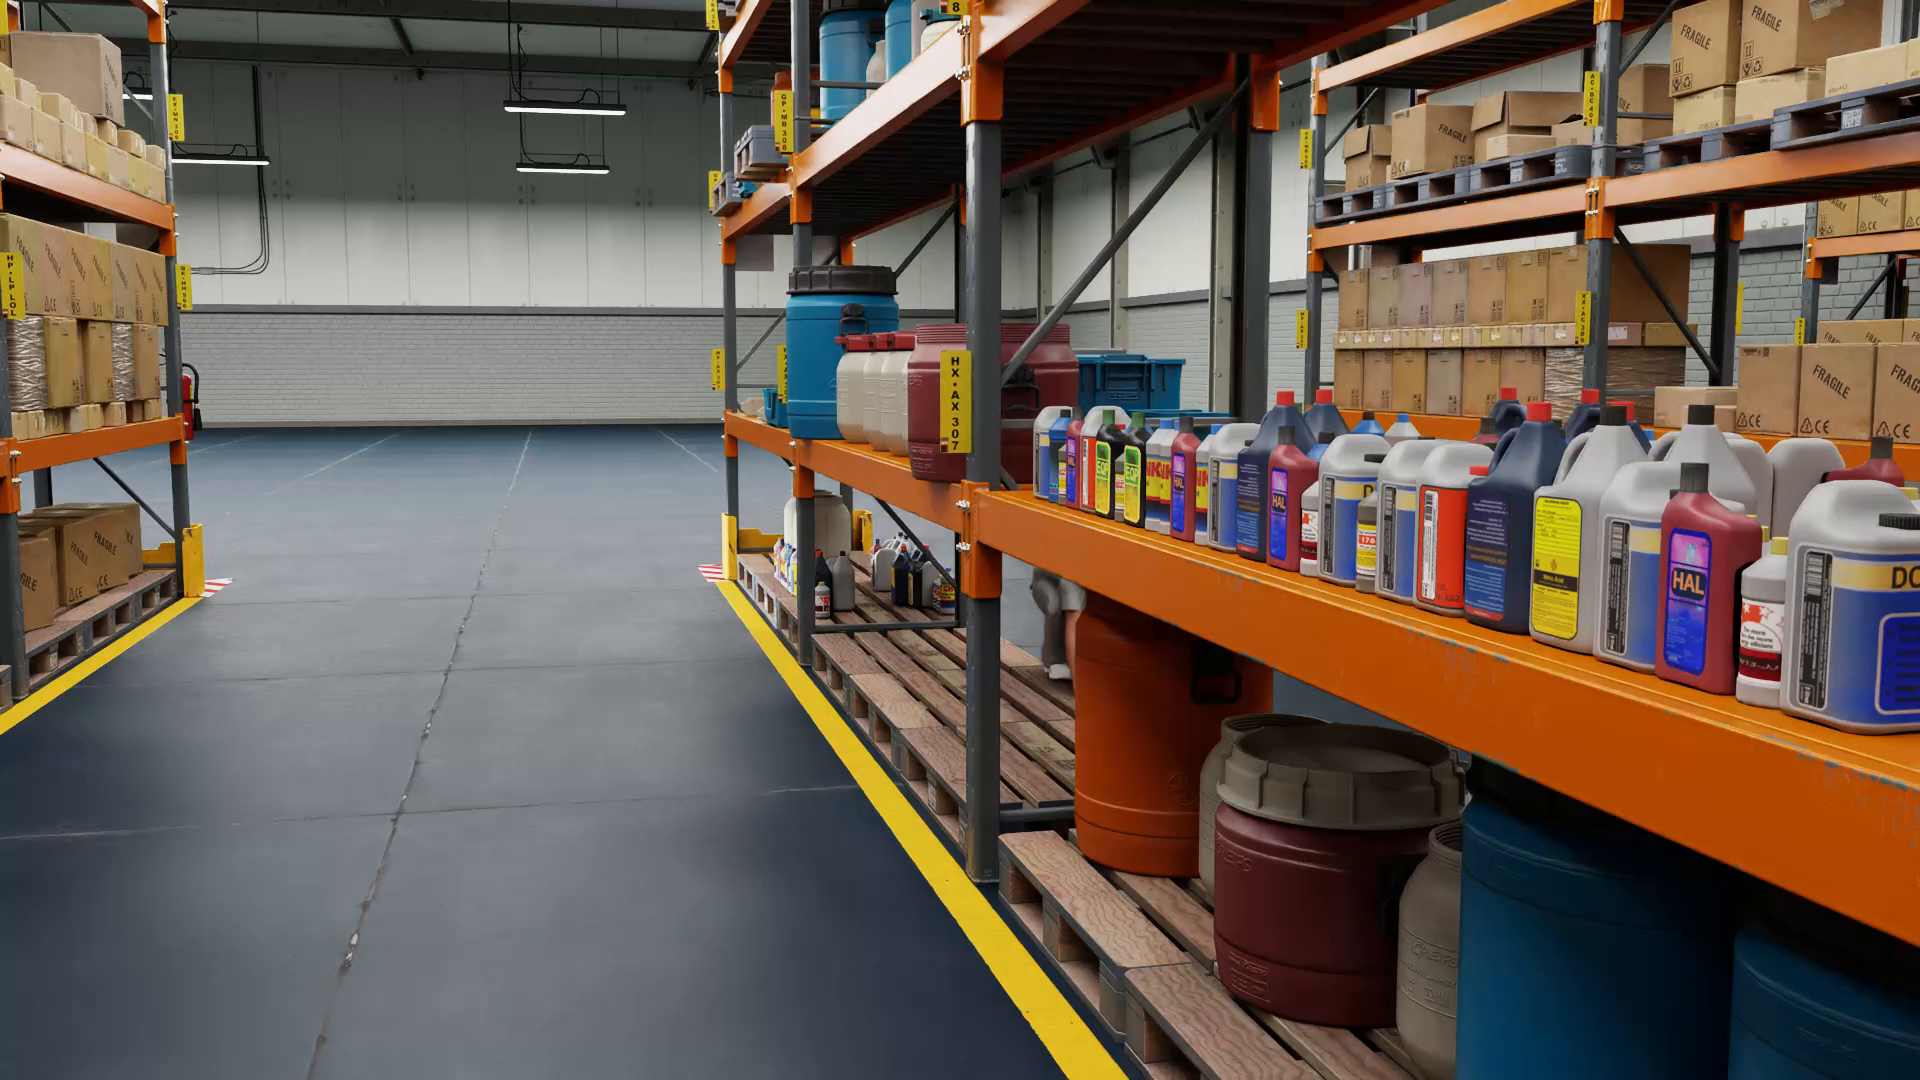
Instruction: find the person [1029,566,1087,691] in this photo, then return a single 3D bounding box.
[{"bbox_3d":[0.606,0.400,7.821,0.484,0.953,0.856,-2,6,-16],"label":"person"}]
